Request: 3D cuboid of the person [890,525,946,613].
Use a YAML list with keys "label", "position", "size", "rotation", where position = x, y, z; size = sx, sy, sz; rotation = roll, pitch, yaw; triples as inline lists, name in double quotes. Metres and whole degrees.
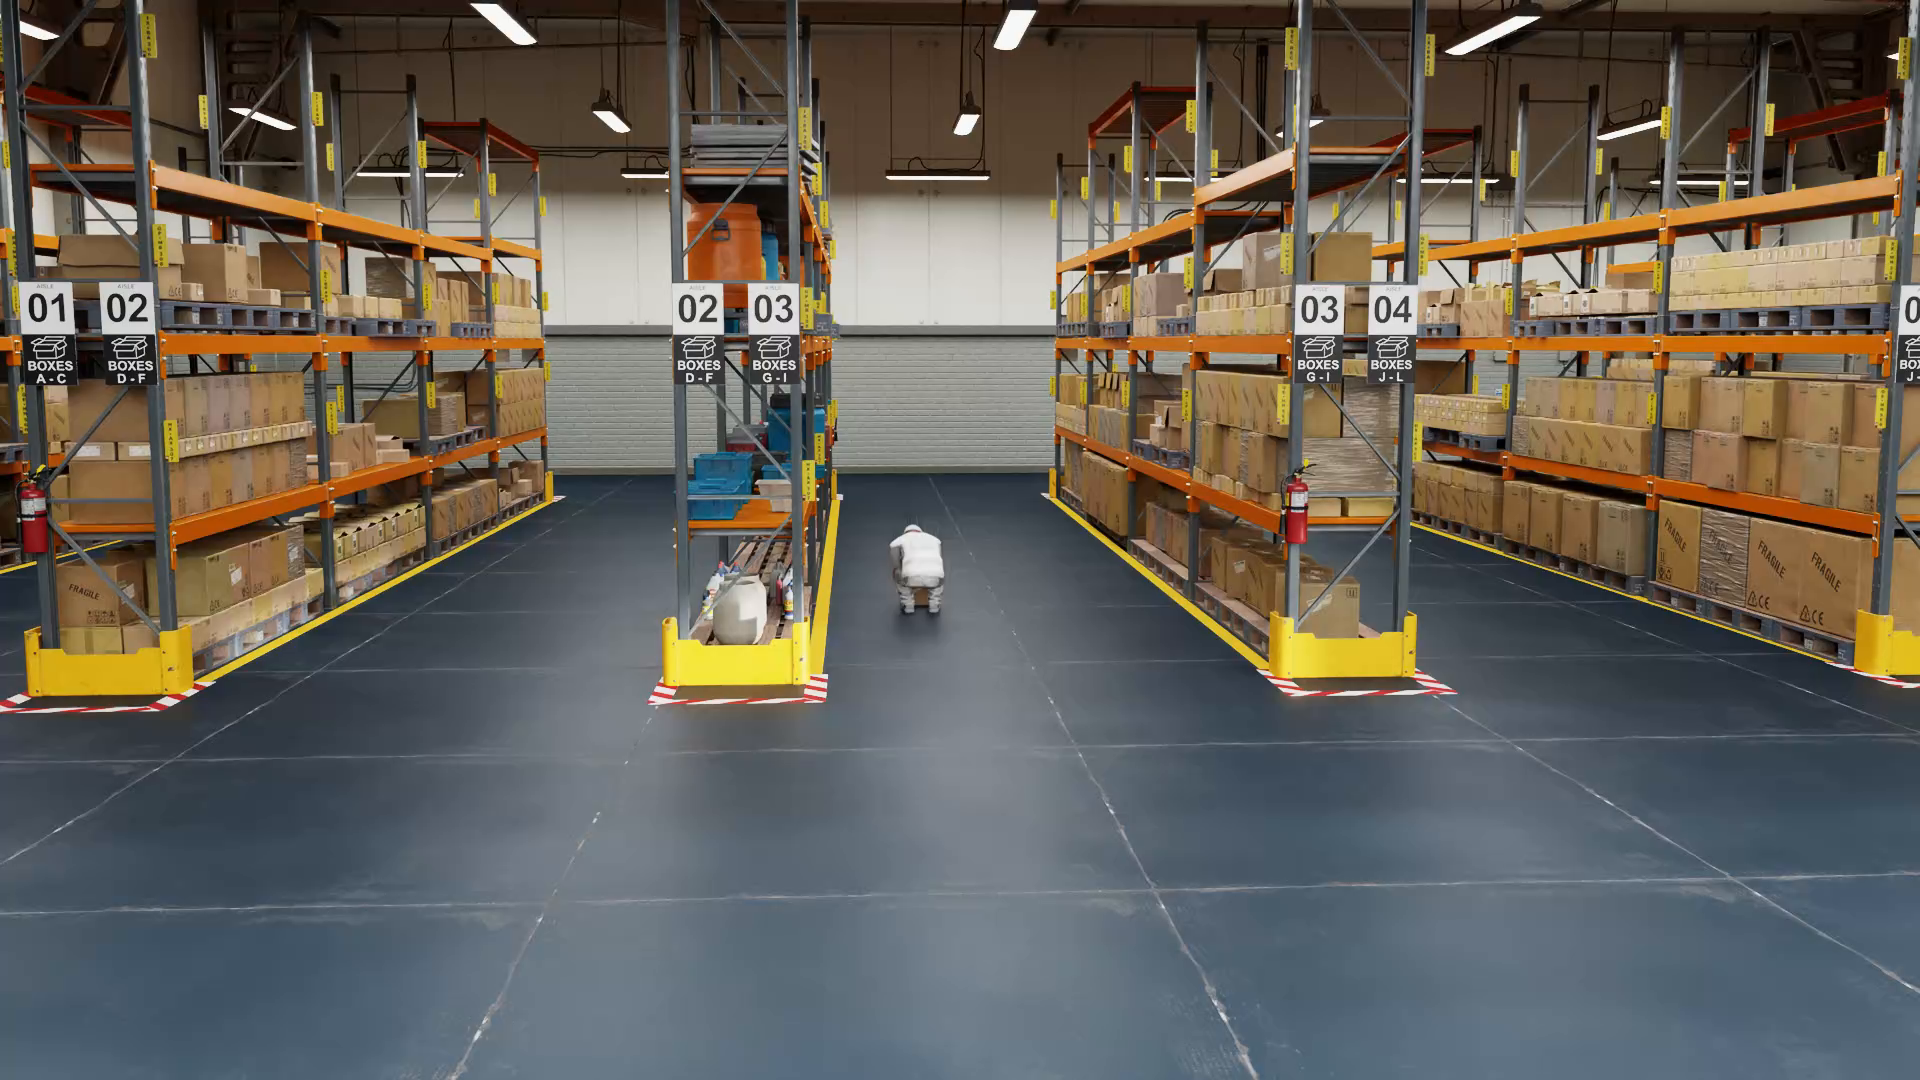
- label: "person"
  position: [-0.435, 0.323, 17.190]
  size: [0.574, 0.884, 0.919]
  rotation: [0, 7, -4]
